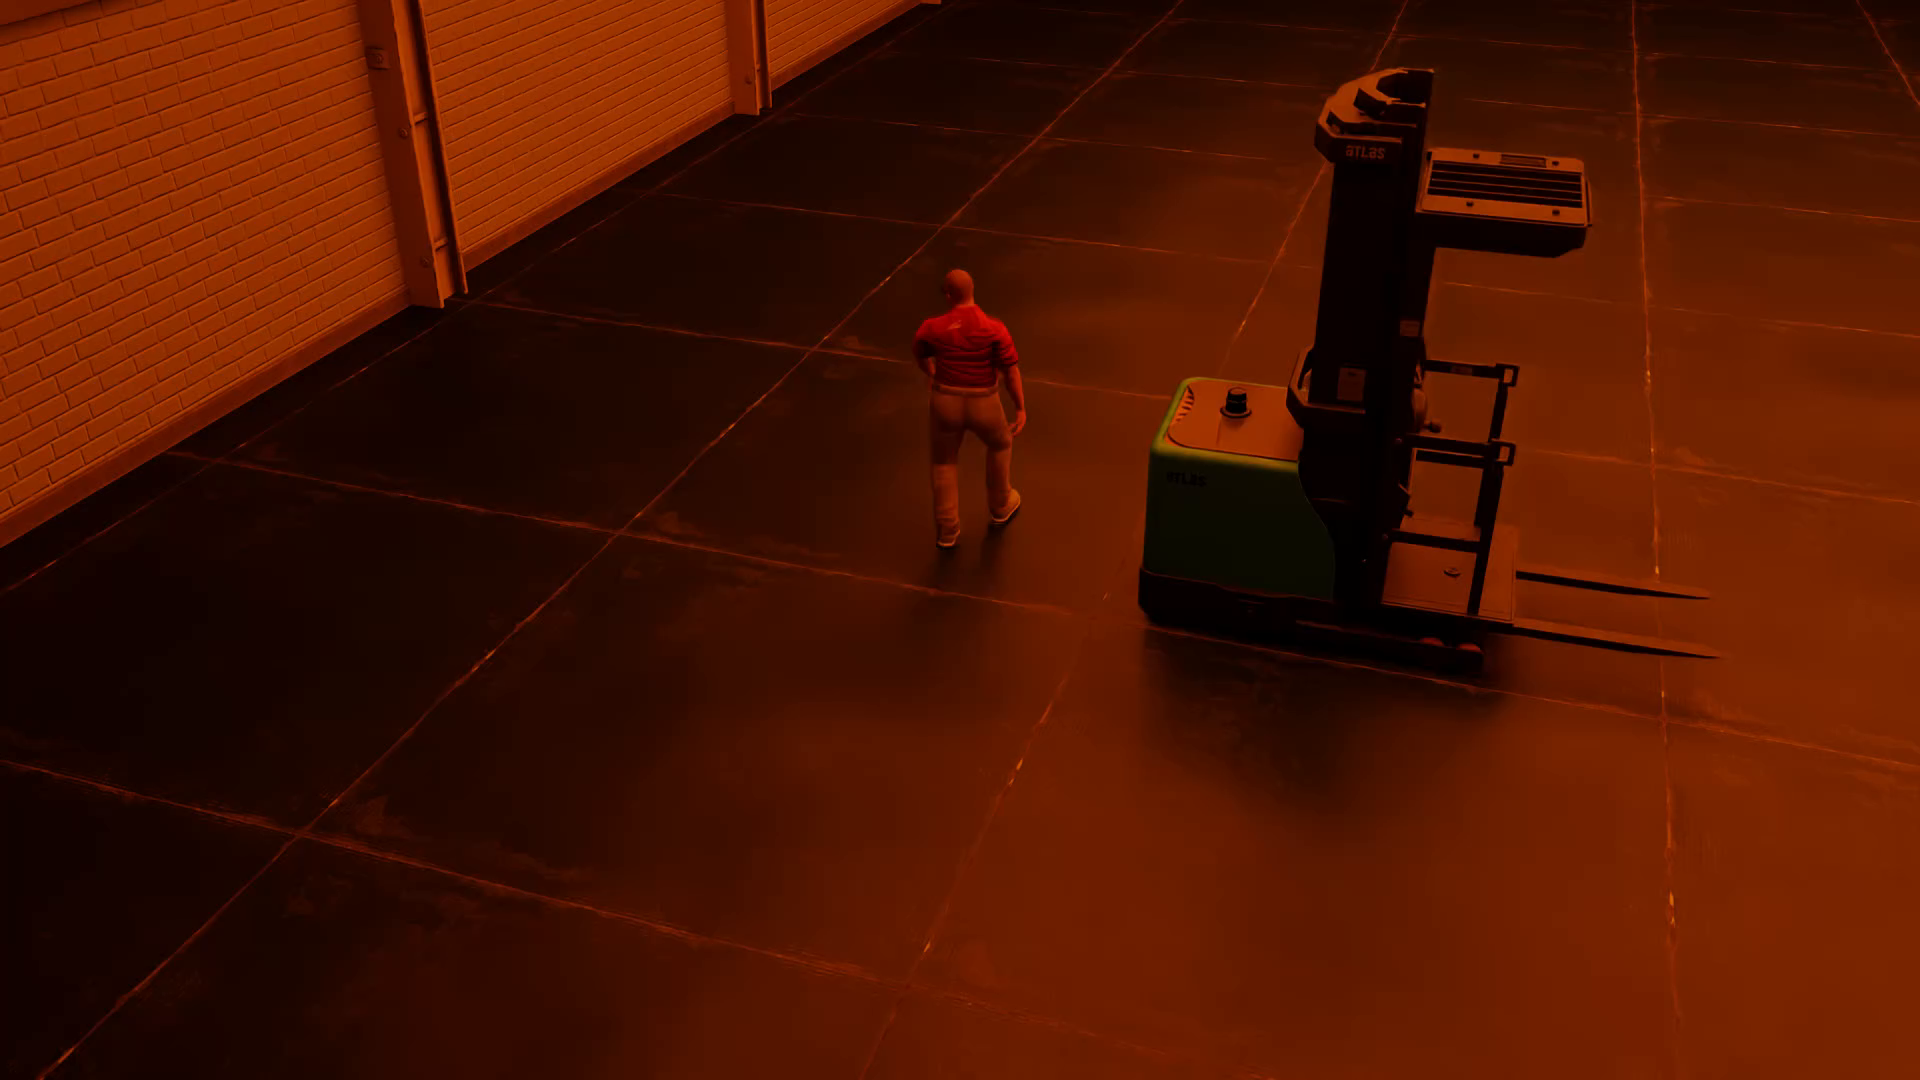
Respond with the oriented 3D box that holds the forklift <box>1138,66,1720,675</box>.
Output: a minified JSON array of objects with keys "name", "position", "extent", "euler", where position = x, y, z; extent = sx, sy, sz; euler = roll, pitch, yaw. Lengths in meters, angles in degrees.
[{"name":"forklift","position":[2.574,-0.853,8.633],"extent":[3.031,2.935,1.130],"euler":[9,31,15]}]

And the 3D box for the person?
[{"name":"person","position":[0.061,-0.823,9.851],"extent":[0.667,1.681,0.663],"euler":[2,30,3]}]
